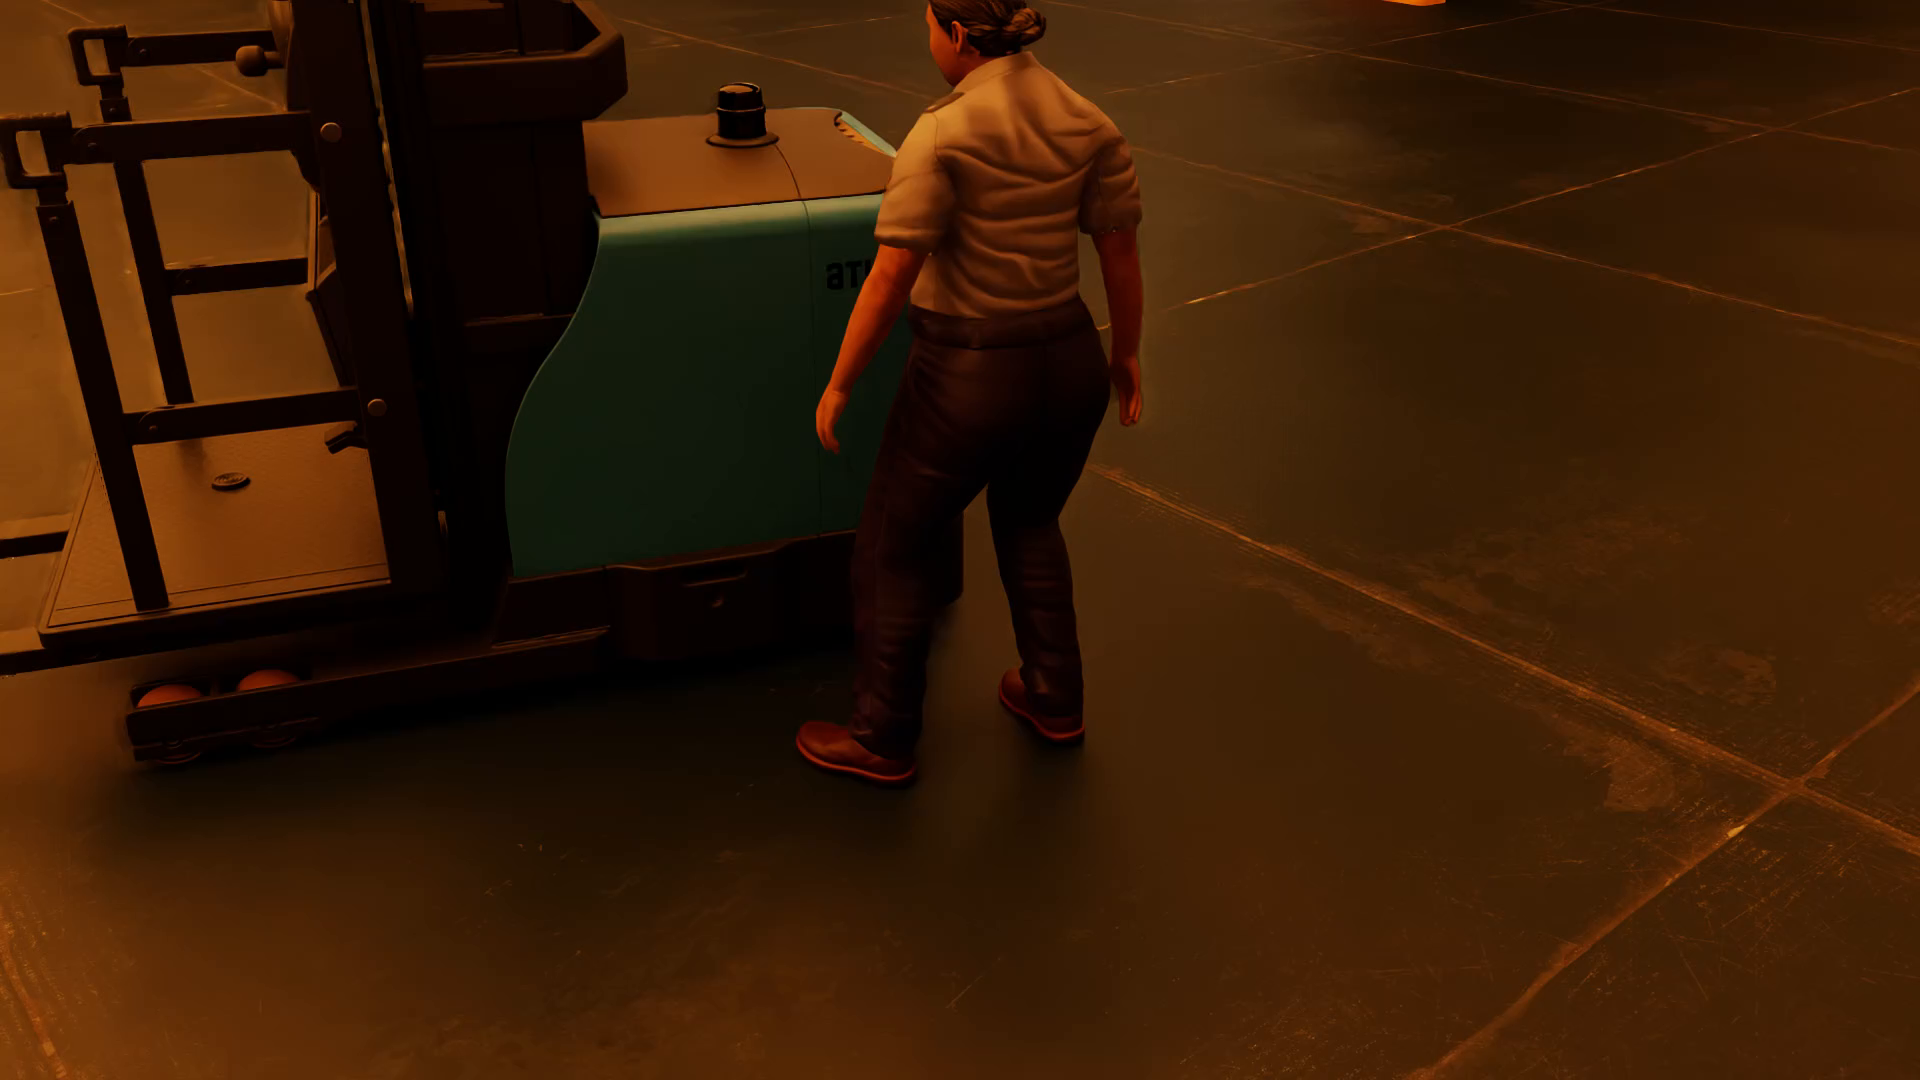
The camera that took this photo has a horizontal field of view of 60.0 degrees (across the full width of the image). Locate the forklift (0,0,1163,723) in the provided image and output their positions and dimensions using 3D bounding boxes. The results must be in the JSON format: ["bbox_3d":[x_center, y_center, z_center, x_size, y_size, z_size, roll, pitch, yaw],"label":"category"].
[{"bbox_3d":[-1.094,-1.172,3.565,3.031,2.935,1.130,-9,28,-17],"label":"forklift"}]

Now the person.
[{"bbox_3d":[-0.115,-0.210,3.480,0.894,1.395,1.014,11,28,20],"label":"person"}]
